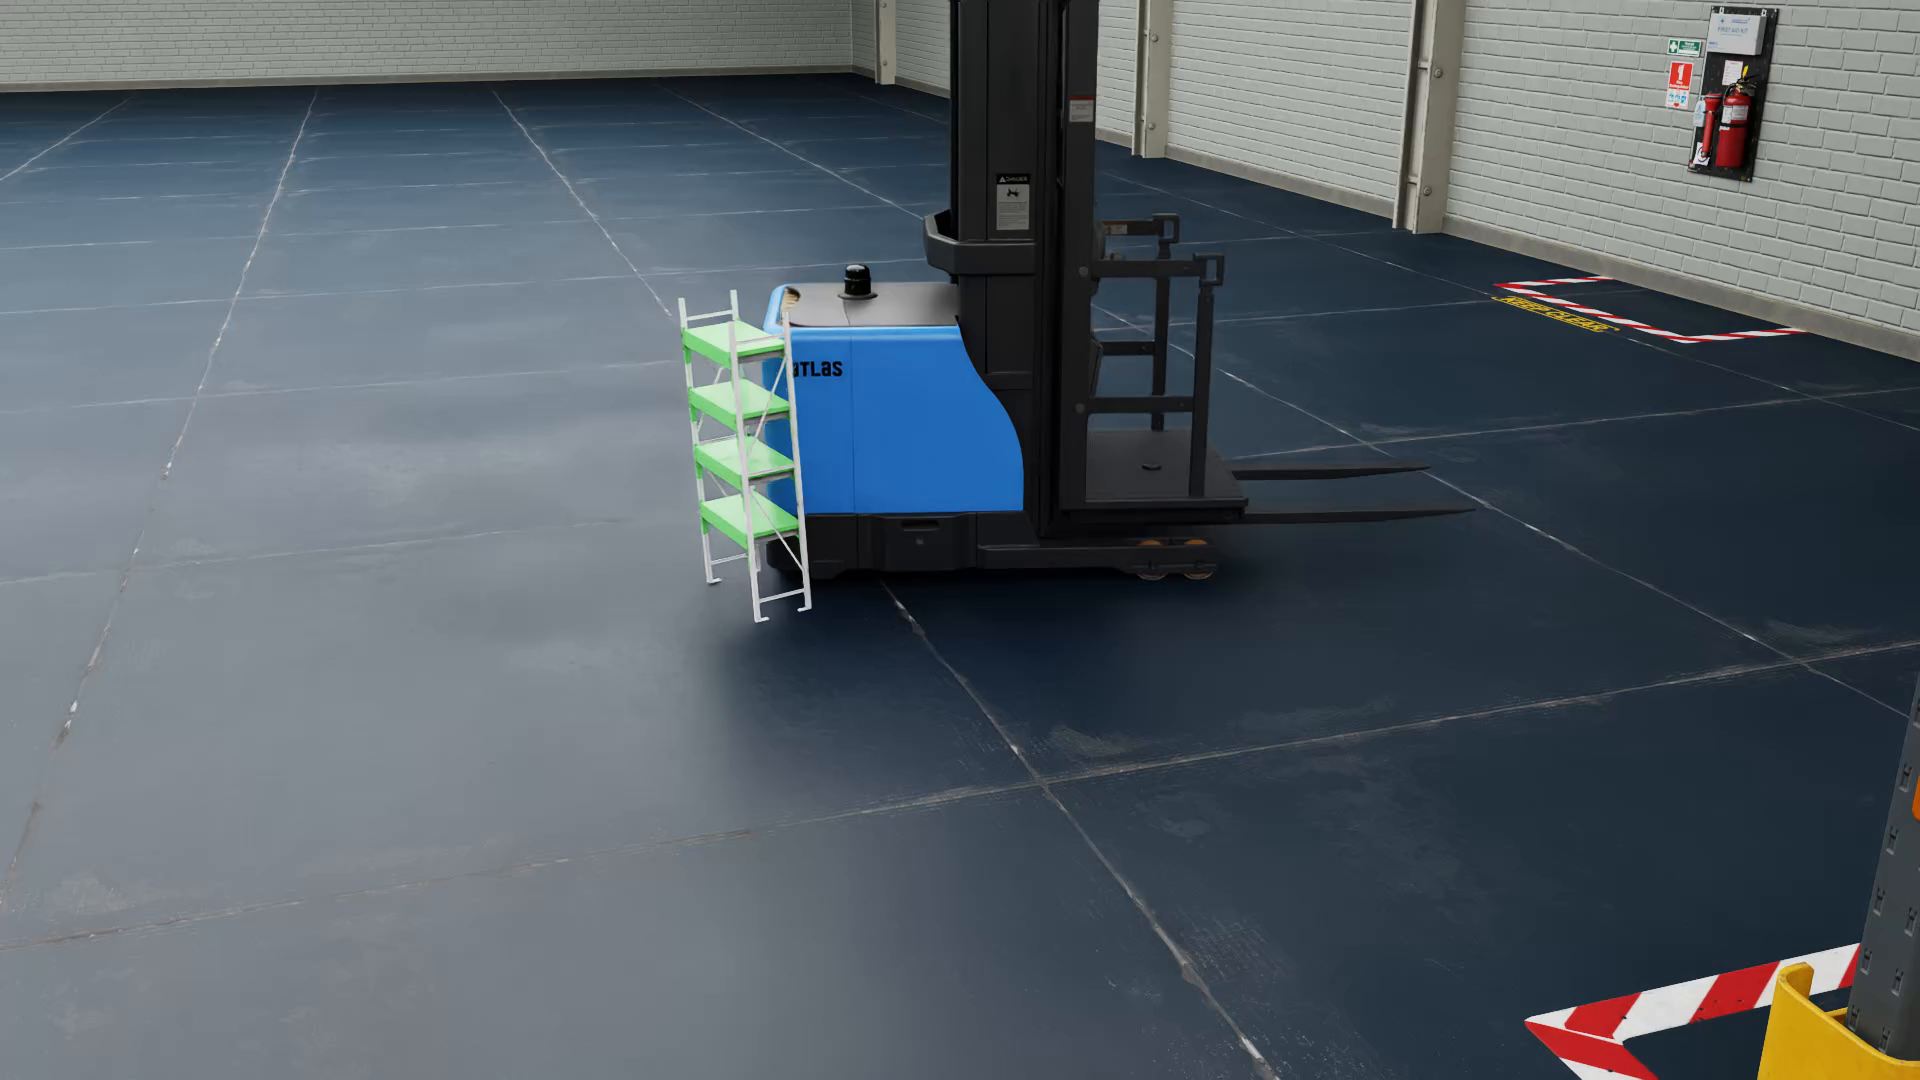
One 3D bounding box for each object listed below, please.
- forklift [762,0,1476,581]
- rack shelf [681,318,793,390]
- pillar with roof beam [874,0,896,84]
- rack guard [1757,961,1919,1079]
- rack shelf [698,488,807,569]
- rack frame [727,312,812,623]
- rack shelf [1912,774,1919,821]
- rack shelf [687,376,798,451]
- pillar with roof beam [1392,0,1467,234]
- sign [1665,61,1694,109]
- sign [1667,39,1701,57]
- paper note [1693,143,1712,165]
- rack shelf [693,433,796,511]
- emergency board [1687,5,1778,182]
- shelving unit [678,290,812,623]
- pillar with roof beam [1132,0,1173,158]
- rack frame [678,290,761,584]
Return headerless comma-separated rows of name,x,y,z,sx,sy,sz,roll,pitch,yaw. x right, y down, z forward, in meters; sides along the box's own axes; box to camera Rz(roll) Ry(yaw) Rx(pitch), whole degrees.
forklift,0.685,-1.387,6.943,3.031,2.935,1.130,-1,20,-3
rack shelf,-0.862,-0.722,6.406,0.258,0.148,0.480,-14,24,-27
pillar with roof beam,-5.492,-12.434,28.721,9.100,9.000,0.400,-6,21,-17
rack guard,2.274,1.123,3.551,1.175,0.500,0.348,-6,21,-17
rack shelf,-0.834,-0.051,6.664,0.258,0.148,0.480,-14,24,-27
rack frame,-0.722,-0.263,6.357,0.240,1.200,0.015,-14,24,-27
rack shelf,2.910,0.935,1.441,1.077,0.370,4.000,-6,21,-17
rack shelf,-0.852,-0.499,6.492,0.258,0.148,0.480,-14,24,-27
pillar with roof beam,0.166,-6.657,12.639,9.100,9.000,0.400,-6,21,-17
sign,5.322,-3.368,12.304,0.001,0.329,0.234,-6,21,-17
sign,5.315,-3.615,12.208,0.001,0.109,0.331,-6,21,-17
paper note,5.408,-2.813,12.113,0.016,0.148,0.142,-6,21,-17
rack shelf,-0.843,-0.275,6.578,0.258,0.148,0.480,-14,24,-27
emergency board,5.398,-3.163,11.786,0.194,1.169,0.643,-6,21,-17
shelving unit,-0.846,-0.334,6.555,0.258,1.200,0.503,-14,24,-27
pillar with roof beam,-1.720,-8.583,18.000,9.100,9.000,0.400,-6,21,-17
rack frame,-0.969,-0.405,6.753,0.240,1.200,0.015,-14,24,-27
